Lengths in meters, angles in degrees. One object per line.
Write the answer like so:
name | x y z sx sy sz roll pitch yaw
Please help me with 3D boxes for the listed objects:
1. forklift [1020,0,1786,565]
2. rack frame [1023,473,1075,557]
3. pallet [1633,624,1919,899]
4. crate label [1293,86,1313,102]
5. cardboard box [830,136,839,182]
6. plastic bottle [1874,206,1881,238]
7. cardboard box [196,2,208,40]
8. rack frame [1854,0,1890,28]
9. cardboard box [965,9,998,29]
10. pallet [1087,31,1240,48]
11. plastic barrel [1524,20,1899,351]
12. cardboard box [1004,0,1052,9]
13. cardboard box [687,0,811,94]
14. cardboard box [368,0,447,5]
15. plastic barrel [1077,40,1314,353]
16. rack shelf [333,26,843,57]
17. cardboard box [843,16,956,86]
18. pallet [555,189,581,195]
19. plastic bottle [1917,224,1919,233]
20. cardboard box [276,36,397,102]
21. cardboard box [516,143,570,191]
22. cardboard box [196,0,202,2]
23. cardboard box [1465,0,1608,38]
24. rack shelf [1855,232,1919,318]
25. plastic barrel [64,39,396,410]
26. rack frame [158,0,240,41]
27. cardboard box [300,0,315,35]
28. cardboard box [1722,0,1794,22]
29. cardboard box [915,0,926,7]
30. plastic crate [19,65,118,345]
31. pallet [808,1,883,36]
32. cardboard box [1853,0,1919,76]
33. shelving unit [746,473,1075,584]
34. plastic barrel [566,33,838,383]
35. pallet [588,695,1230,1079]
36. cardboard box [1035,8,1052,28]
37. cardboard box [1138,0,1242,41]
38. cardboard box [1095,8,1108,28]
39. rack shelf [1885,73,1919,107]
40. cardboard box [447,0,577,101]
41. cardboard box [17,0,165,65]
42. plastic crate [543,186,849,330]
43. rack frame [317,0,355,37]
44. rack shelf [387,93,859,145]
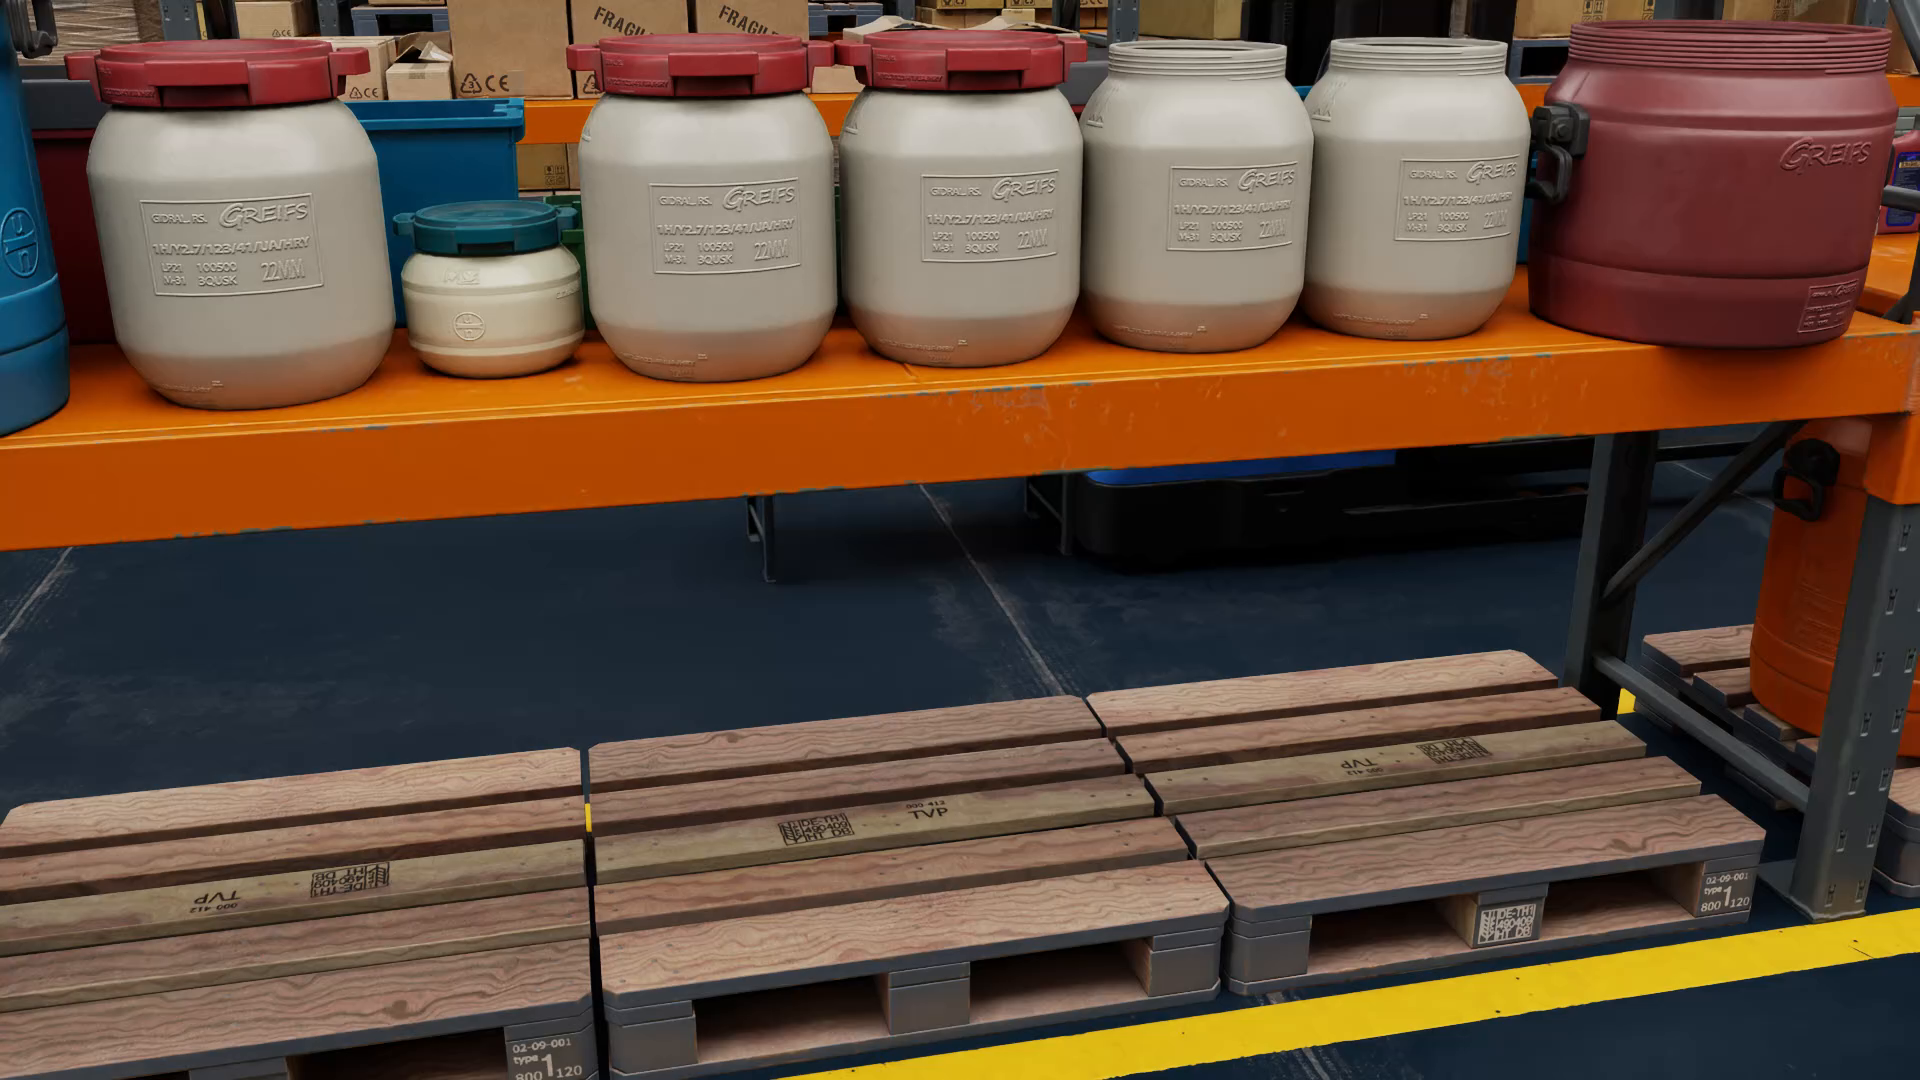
forklift | 1.782 -1.550 5.786 3.031 2.935 1.130 -5 21 -13
rack frame | 0.310 -0.731 5.631 0.032 1.500 0.500 -5 21 -13
pallet | 2.535 0.477 4.206 1.213 0.211 1.003 -5 21 -12
crate label | 0.748 -0.785 3.544 0.616 0.435 0.502 -5 21 -12
cardboard box | -1.191 -3.031 12.722 0.500 0.500 0.700 -4 21 -12
plastic bottle | 2.189 -0.841 4.038 0.097 0.201 0.097 0 20 0
cardboard box | -5.273 -3.519 11.250 0.500 0.250 0.500 -5 21 -12
rack frame | 4.533 -2.731 8.909 0.127 3.000 1.000 -5 21 -12
cardboard box | 0.118 -3.929 12.517 0.250 0.149 0.380 -4 21 -12
pallet | 1.284 -2.402 8.289 1.003 0.211 1.213 -5 21 -12
plastic barrel | 1.395 -0.682 3.118 0.708 0.536 0.600 -5 21 -12
cardboard box | 0.541 -4.260 12.475 0.500 0.500 0.500 -4 20 -11
cardboard box | -0.988 -2.323 7.651 0.500 0.500 0.500 -6 21 -15
cardboard box | -3.892 -4.038 11.693 0.500 0.500 0.700 -5 21 -12
plastic barrel | 0.415 -0.622 2.990 0.421 0.512 0.421 0 20 0
rack shelf | -2.449 -3.576 12.263 4.000 0.370 1.077 -5 21 -12
cardboard box | -0.274 -2.367 8.044 0.500 0.311 0.500 -5 21 -13
pallet | -2.449 -2.606 12.623 1.213 0.211 1.003 -5 21 -12
plastic bottle | 2.413 -0.859 4.088 0.097 0.201 0.097 0 20 0
cardboard box | -2.783 -2.081 7.353 0.500 0.250 0.500 -3 20 -9
cardboard box | -3.192 -2.910 12.393 0.500 0.500 0.700 -5 21 -14
cardboard box | -5.269 -3.865 11.102 0.500 0.500 0.500 -5 21 -13
cardboard box | 2.828 -2.815 8.382 0.500 0.500 0.700 -10 23 -26
rack shelf | 3.723 -0.577 4.074 4.000 0.370 1.077 -5 21 -12
plastic barrel | -1.134 -0.506 2.637 0.433 0.535 0.433 0 20 0
rack frame | -3.252 -2.098 7.181 0.127 3.000 1.000 -5 21 -12
cardboard box | -4.902 -3.729 11.823 0.500 0.250 0.500 -4 21 -12
cardboard box | 4.021 -3.013 8.922 0.500 0.500 0.700 -13 24 -31
cardboard box | -0.104 -4.394 12.842 0.500 0.500 0.500 -5 21 -12
plastic crate | -1.715 -0.610 3.027 0.583 0.464 0.402 -5 21 -12
pallet | -1.172 -3.890 12.353 1.003 0.211 1.213 -5 21 -12
cardboard box | 5.092 -2.727 8.753 0.500 0.500 0.500 -4 21 -11
shelving unit | -0.183 -0.688 5.513 1.048 1.500 0.538 -5 21 -13
plastic barrel | -0.420 -0.564 2.795 0.433 0.535 0.433 0 20 0
pallet | -0.171 0.697 3.605 1.213 0.211 1.003 -5 21 -12
cardboard box | 0.613 -3.983 12.664 0.250 0.149 0.380 -5 21 -13
cardboard box | 1.228 -2.746 8.195 0.500 0.500 0.700 -12 24 -31
cardboard box | 1.117 -4.024 12.774 0.250 0.149 0.380 -4 21 -12
rack shelf | 6.480 -2.552 9.465 4.000 0.370 1.077 -5 21 -12
cardboard box | -1.988 -2.242 7.429 0.500 0.500 0.500 -3 20 -9
cardboard box | -3.682 -2.108 7.062 0.500 0.500 0.700 -5 21 -14
plastic crate | -0.486 -0.572 3.324 0.662 0.188 0.450 -5 21 -12
rack frame | -4.395 -3.756 11.707 0.127 3.000 1.000 -5 21 -12
rack shelf | -1.306 -1.918 7.737 4.000 0.370 1.077 -5 21 -12
